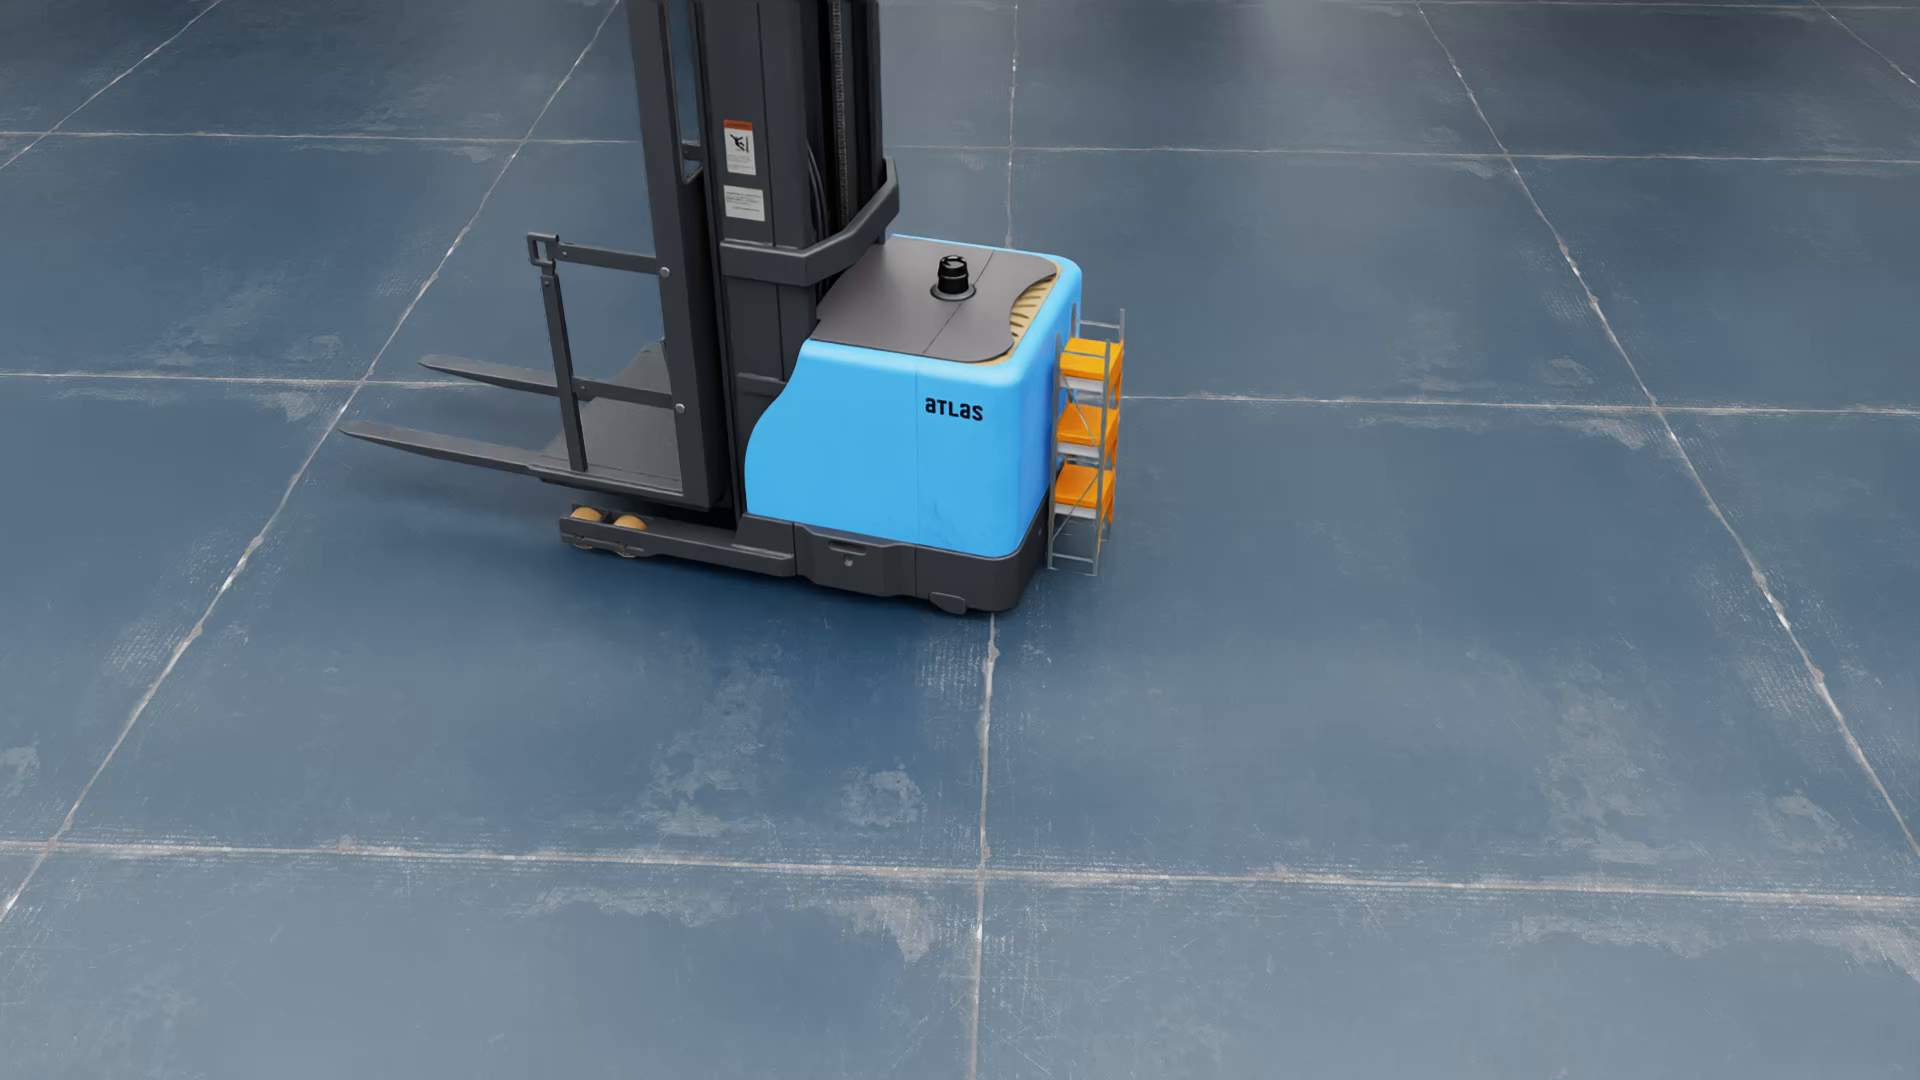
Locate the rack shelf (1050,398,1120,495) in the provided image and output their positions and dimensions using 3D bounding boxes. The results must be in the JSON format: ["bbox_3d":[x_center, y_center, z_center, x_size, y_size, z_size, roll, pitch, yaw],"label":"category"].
[{"bbox_3d":[0.478,-0.359,6.366,0.215,0.259,0.240,10,36,14],"label":"rack shelf"}]

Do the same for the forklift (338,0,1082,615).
[{"bbox_3d":[-1.089,-1.406,6.202,3.031,2.935,1.130,10,36,14],"label":"forklift"}]

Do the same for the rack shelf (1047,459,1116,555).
[{"bbox_3d":[0.478,-0.132,6.526,0.215,0.259,0.240,10,36,14],"label":"rack shelf"}]

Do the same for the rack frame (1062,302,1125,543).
[{"bbox_3d":[0.513,-0.435,6.456,0.200,1.050,0.008,10,36,14],"label":"rack frame"}]

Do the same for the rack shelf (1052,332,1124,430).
[{"bbox_3d":[0.478,-0.591,6.203,0.215,0.259,0.240,10,36,14],"label":"rack shelf"}]

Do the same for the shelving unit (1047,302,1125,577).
[{"bbox_3d":[0.478,-0.368,6.360,0.215,1.050,0.252,10,36,14],"label":"shelving unit"}]

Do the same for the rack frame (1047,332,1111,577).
[{"bbox_3d":[0.443,-0.301,6.265,0.200,1.050,0.008,10,36,14],"label":"rack frame"}]
